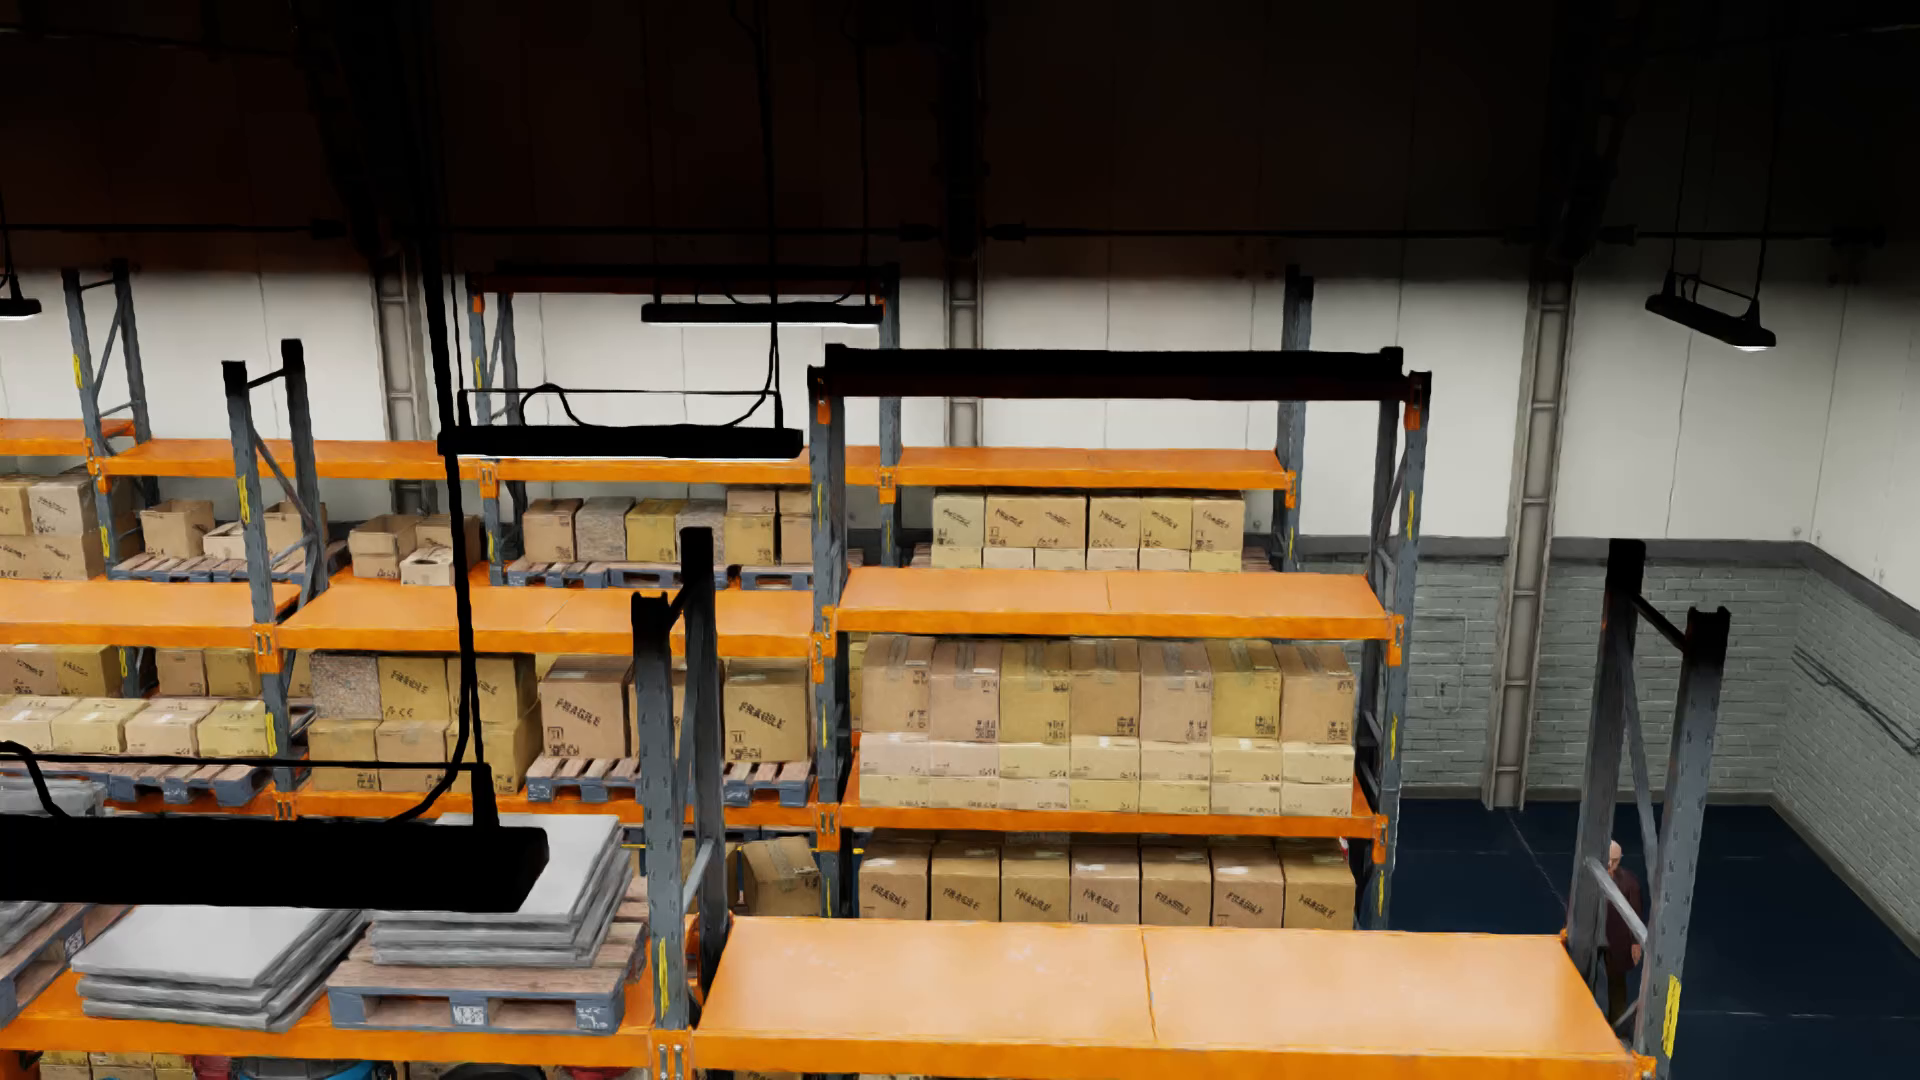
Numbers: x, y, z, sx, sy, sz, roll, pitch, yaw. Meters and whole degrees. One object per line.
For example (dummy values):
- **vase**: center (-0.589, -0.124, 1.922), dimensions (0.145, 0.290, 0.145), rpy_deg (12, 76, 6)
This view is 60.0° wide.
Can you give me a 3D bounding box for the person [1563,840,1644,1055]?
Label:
- **person**: center (5.388, 3.329, 13.897), dimensions (0.746, 1.776, 0.543), rpy_deg (11, 19, 33)
